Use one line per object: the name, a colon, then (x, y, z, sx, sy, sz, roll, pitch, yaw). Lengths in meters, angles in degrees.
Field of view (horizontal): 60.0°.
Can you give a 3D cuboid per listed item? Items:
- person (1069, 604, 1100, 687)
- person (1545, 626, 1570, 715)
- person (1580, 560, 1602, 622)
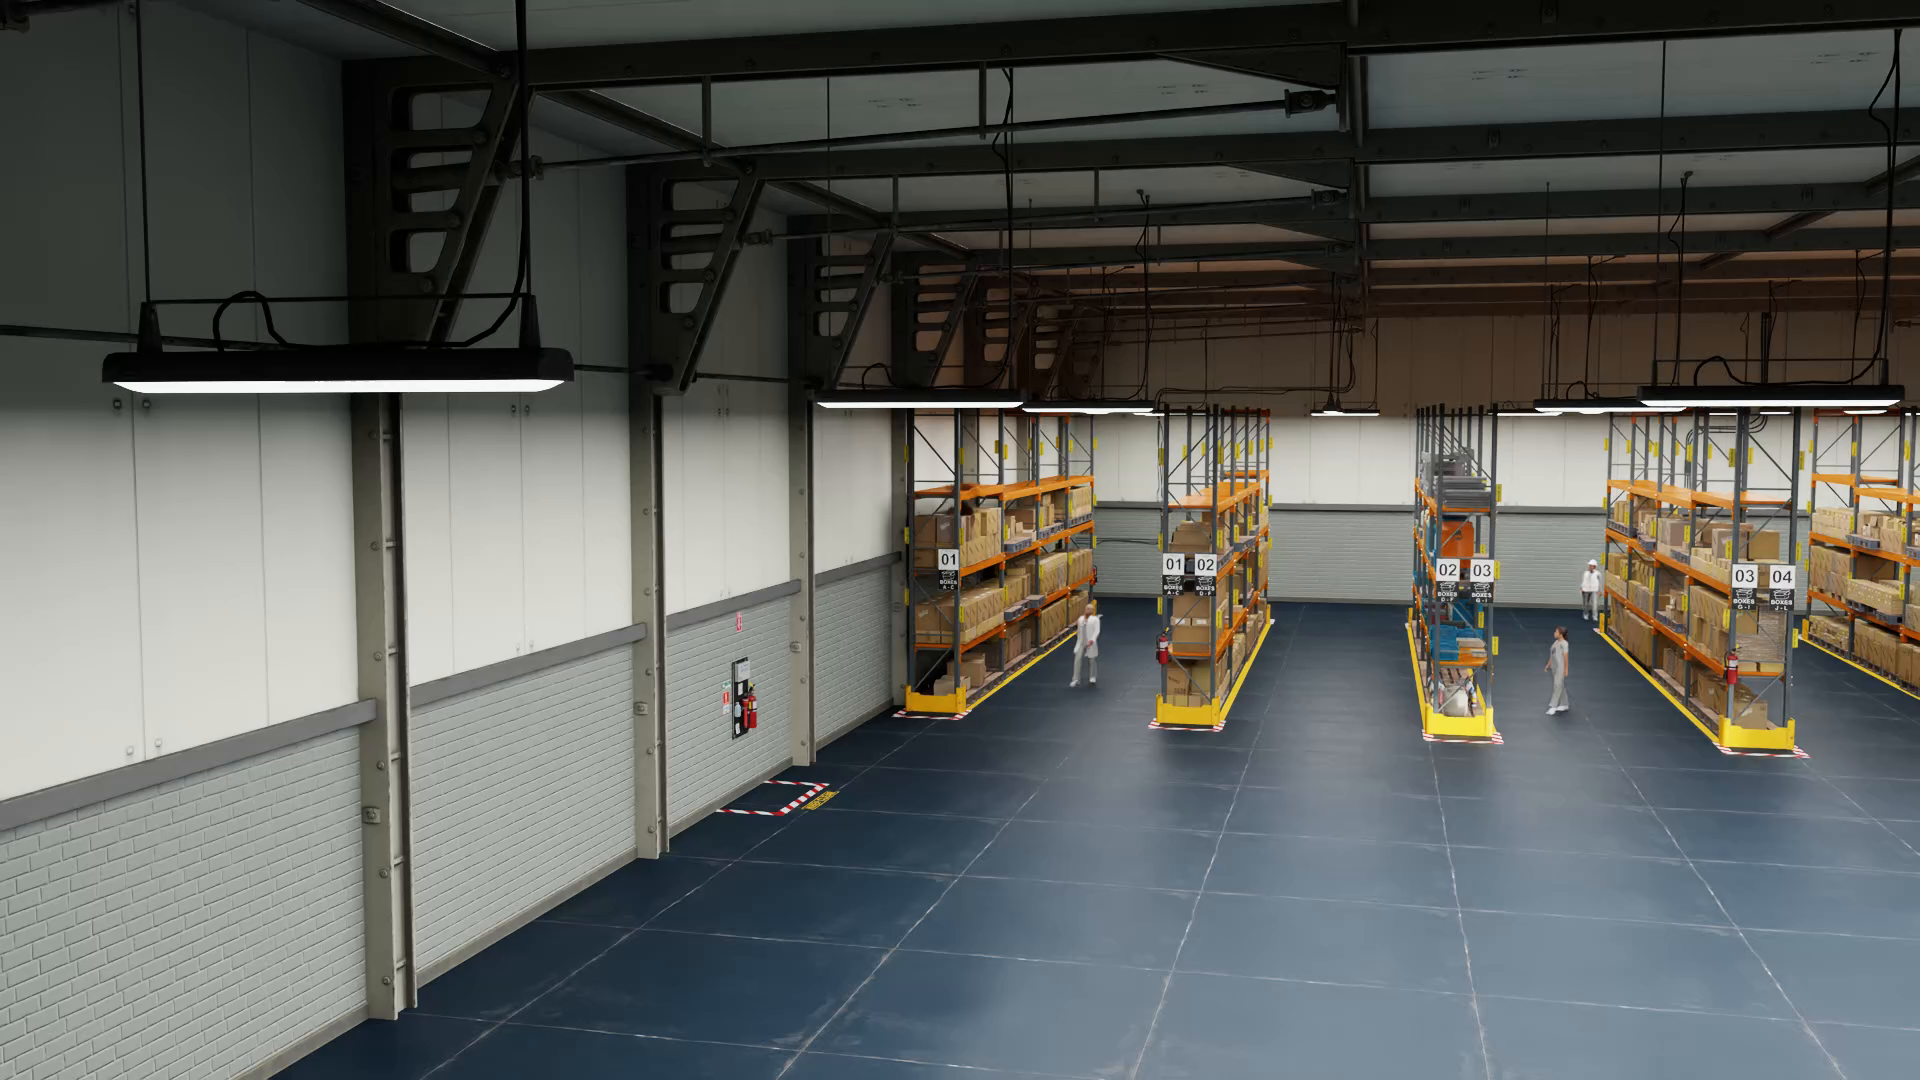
person: (2.714, 2.241, 35.622, 0.580, 1.719, 1.077, 2, 5, 23)
person: (11.654, 2.538, 32.475, 0.712, 1.681, 0.503, -2, 5, -27)
person: (17.813, 1.437, 46.916, 0.589, 1.735, 0.935, 1, 4, 17)
